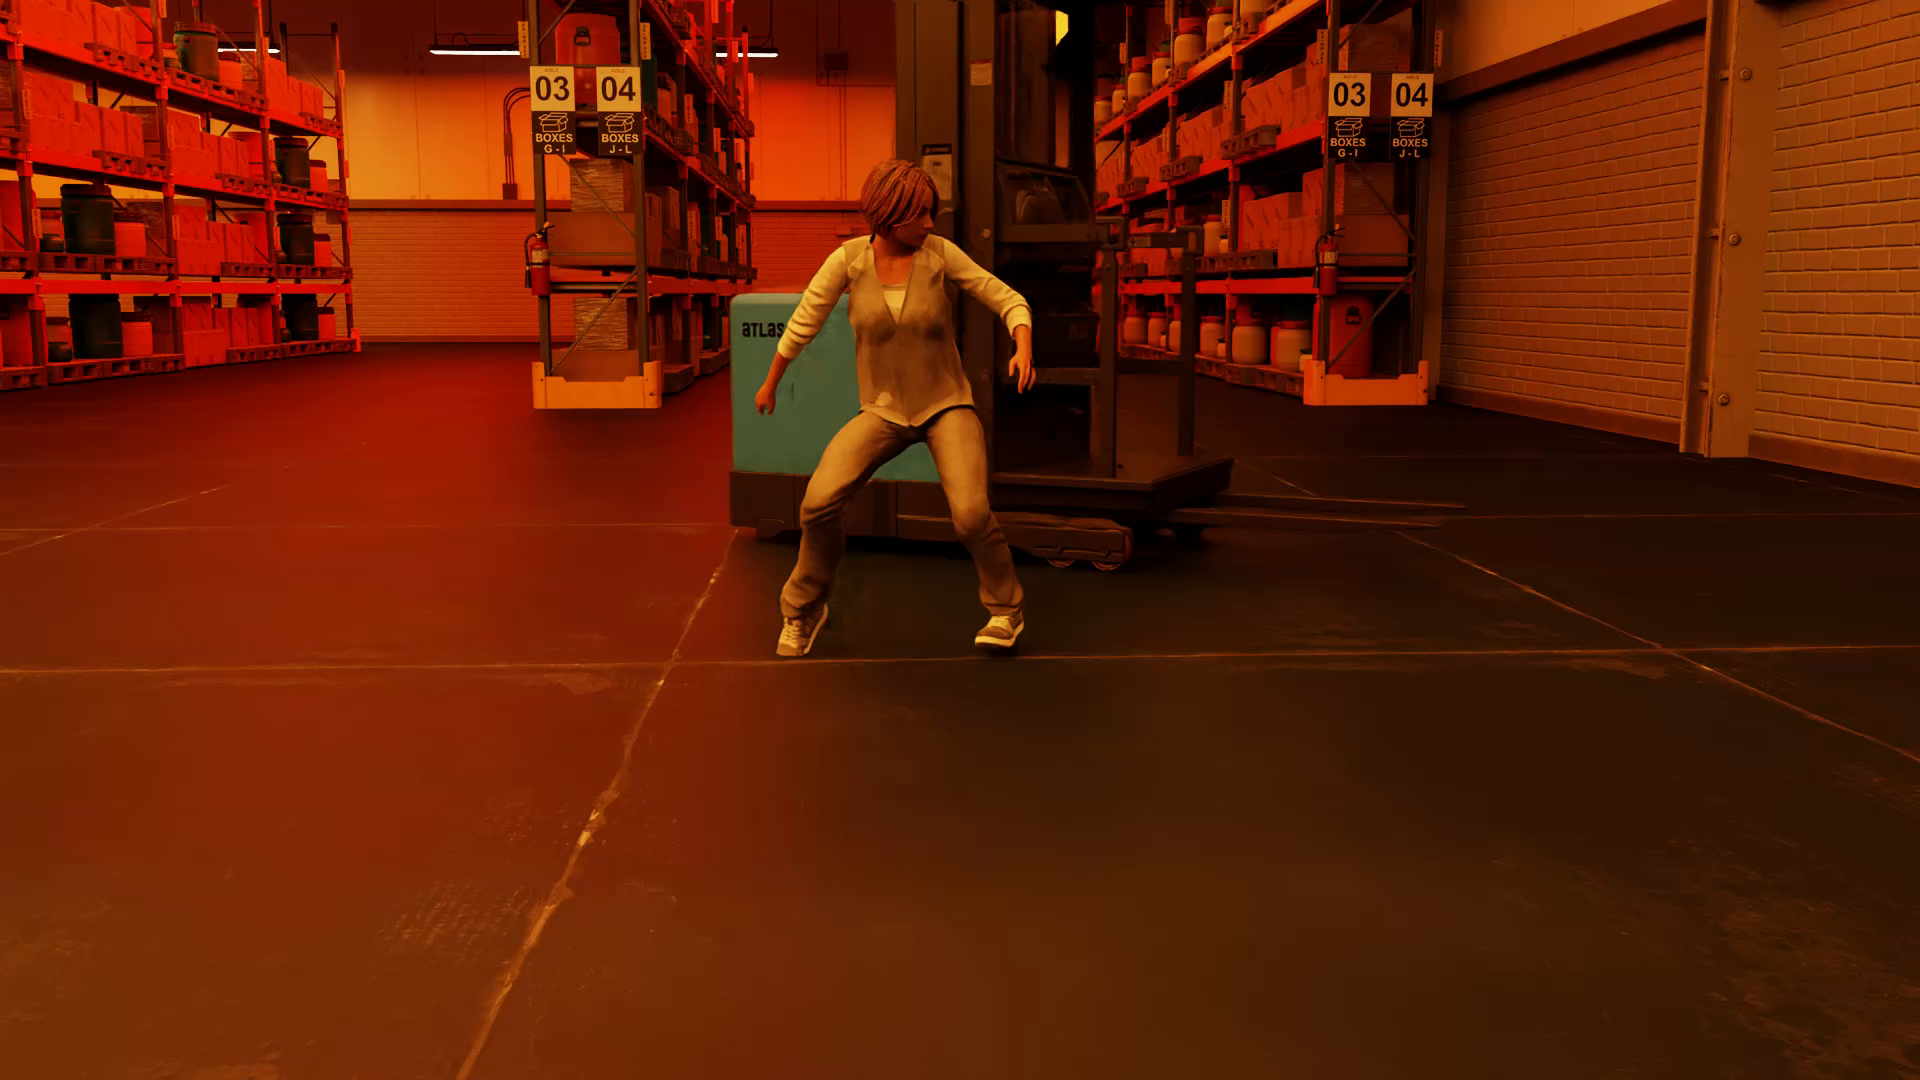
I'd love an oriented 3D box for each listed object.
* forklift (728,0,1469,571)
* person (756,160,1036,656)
[{"bbox_3d":[0.546,-1.417,6.874,3.031,2.935,1.130,4,9,25],"label":"forklift"},{"bbox_3d":[-0.209,-0.330,4.859,0.888,1.508,0.503,1,9,7],"label":"person"}]
